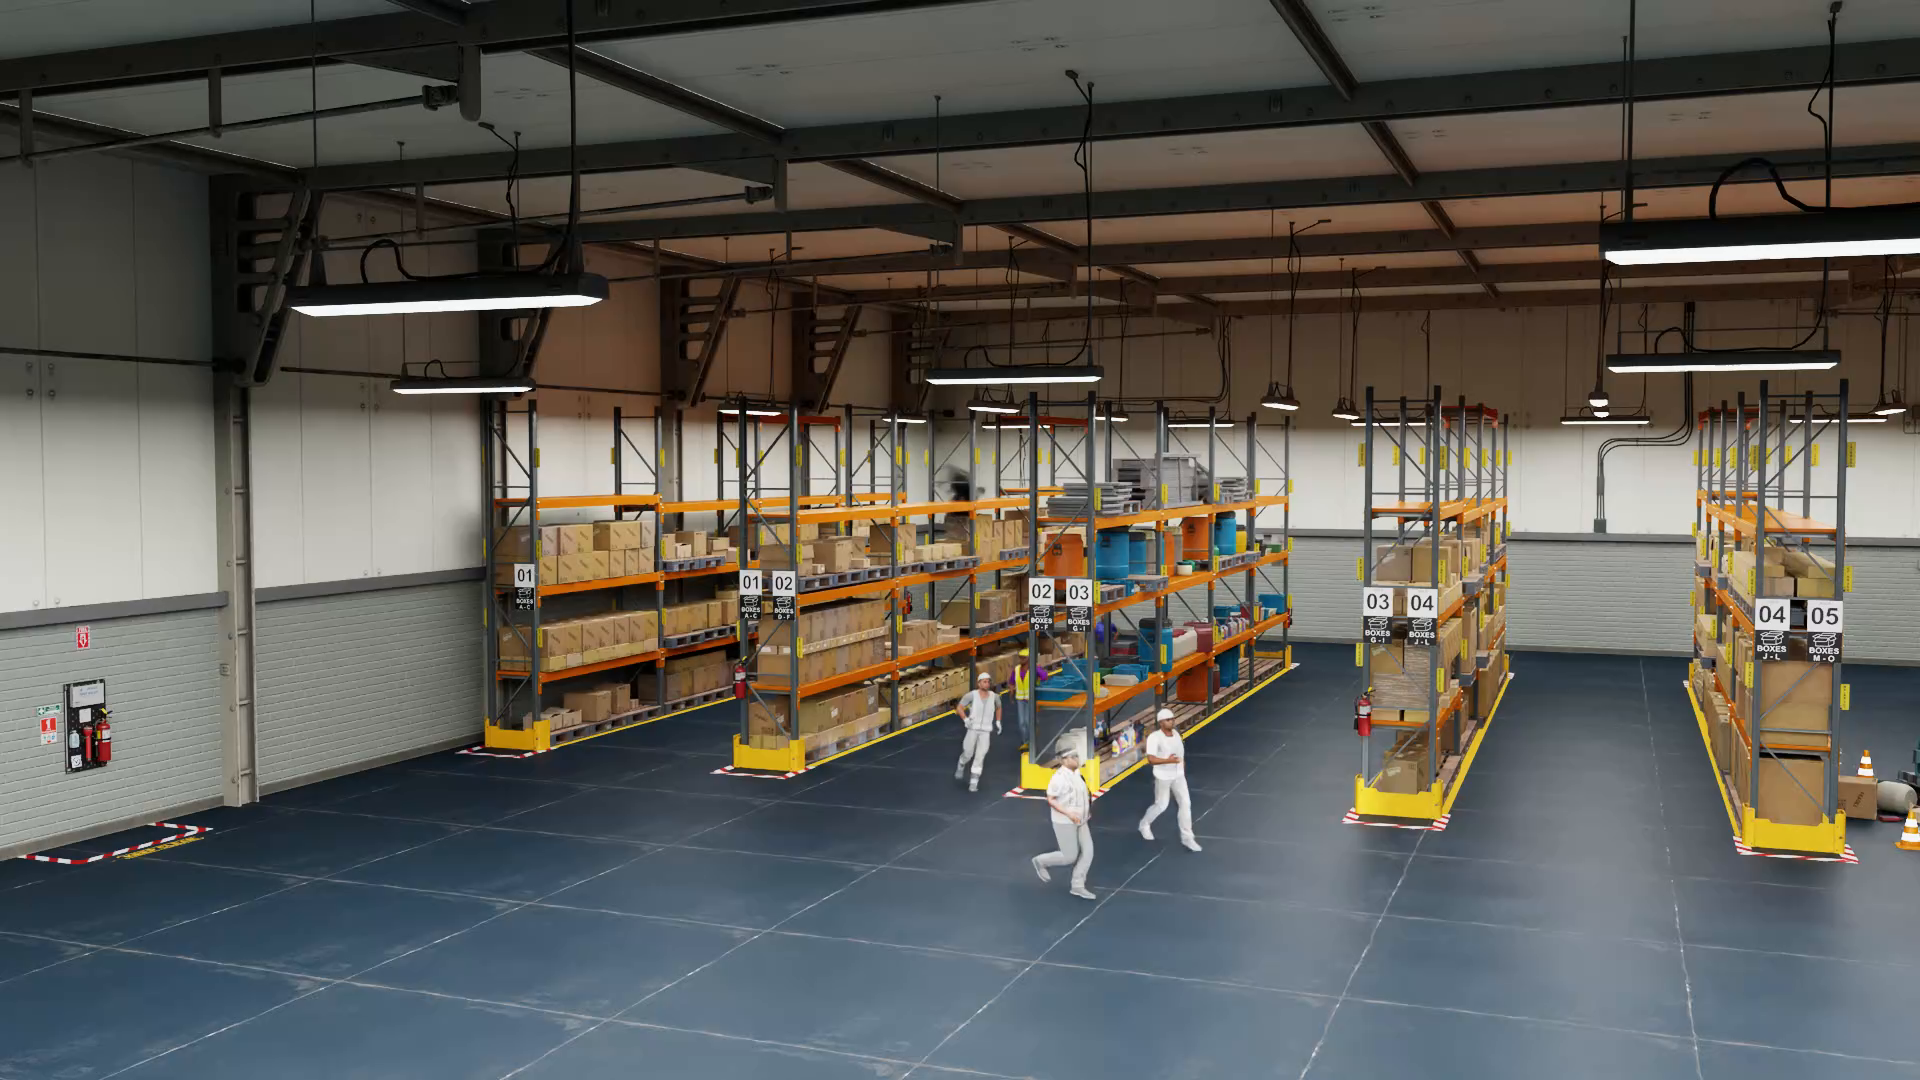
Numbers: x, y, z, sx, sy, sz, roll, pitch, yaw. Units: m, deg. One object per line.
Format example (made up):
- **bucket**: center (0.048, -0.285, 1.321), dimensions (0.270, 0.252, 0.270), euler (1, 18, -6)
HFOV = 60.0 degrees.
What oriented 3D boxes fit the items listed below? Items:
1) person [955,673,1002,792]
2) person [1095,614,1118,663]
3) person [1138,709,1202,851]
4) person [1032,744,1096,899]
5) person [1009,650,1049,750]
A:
- **person**: center (0.313, 2.880, 25.168), dimensions (0.719, 1.741, 0.928), euler (0, 3, -10)
- **person**: center (3.166, 2.391, 36.415), dimensions (0.558, 1.685, 0.667), euler (1, 3, 11)
- **person**: center (2.705, 3.052, 21.384), dimensions (0.706, 1.759, 0.979), euler (-2, 3, -34)
- **person**: center (1.217, 3.201, 19.053), dimensions (0.775, 1.764, 0.662), euler (2, 3, 35)
- **person**: center (1.167, 2.738, 28.552), dimensions (0.721, 1.726, 0.654), euler (1, 3, 26)
